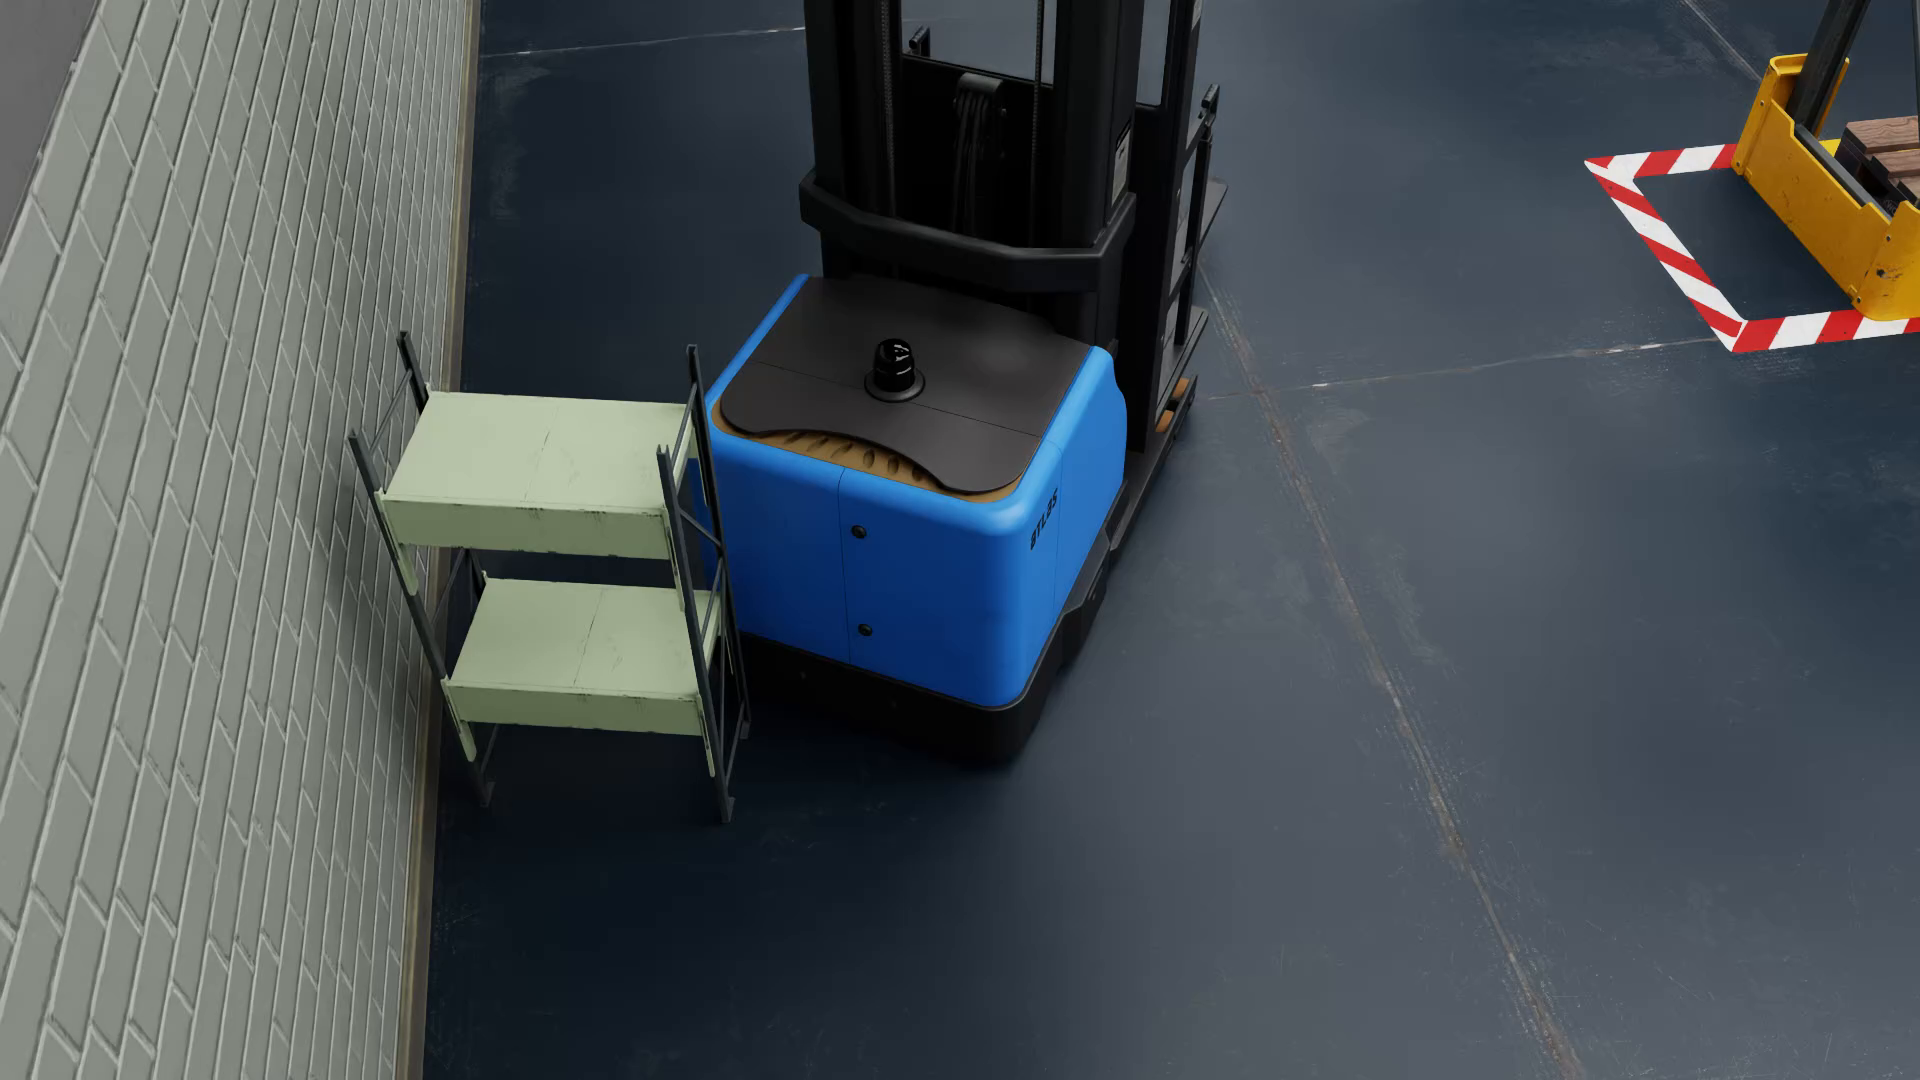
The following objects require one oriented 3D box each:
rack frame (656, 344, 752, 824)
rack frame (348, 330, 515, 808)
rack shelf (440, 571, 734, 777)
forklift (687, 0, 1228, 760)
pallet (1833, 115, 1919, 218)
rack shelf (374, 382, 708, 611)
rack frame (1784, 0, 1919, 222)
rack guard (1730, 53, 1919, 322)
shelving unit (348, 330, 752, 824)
[{"bbox_3d":[-0.680,0.178,4.537,0.023,1.500,0.400,3,46,3],"label":"rack frame"},{"bbox_3d":[-1.410,0.138,4.576,0.023,1.500,0.400,3,46,3],"label":"rack frame"},{"bbox_3d":[-1.045,0.384,4.791,0.720,0.370,0.431,3,46,3],"label":"rack shelf"},{"bbox_3d":[0.231,-1.433,5.096,1.130,2.935,3.031,16,48,15],"label":"forklift"},{"bbox_3d":[4.503,-1.453,7.003,1.213,0.211,1.003,-7,46,-7],"label":"pallet"},{"bbox_3d":[-1.045,-0.113,4.276,0.720,0.370,0.431,3,46,3],"label":"rack shelf"},{"bbox_3d":[3.684,-2.346,5.928,0.127,3.000,1.000,-7,46,-7],"label":"rack frame"},{"bbox_3d":[3.662,-1.467,6.816,0.348,0.500,1.175,-7,46,-7],"label":"rack guard"},{"bbox_3d":[-1.045,0.158,4.557,0.755,1.500,0.431,3,46,3],"label":"shelving unit"}]
